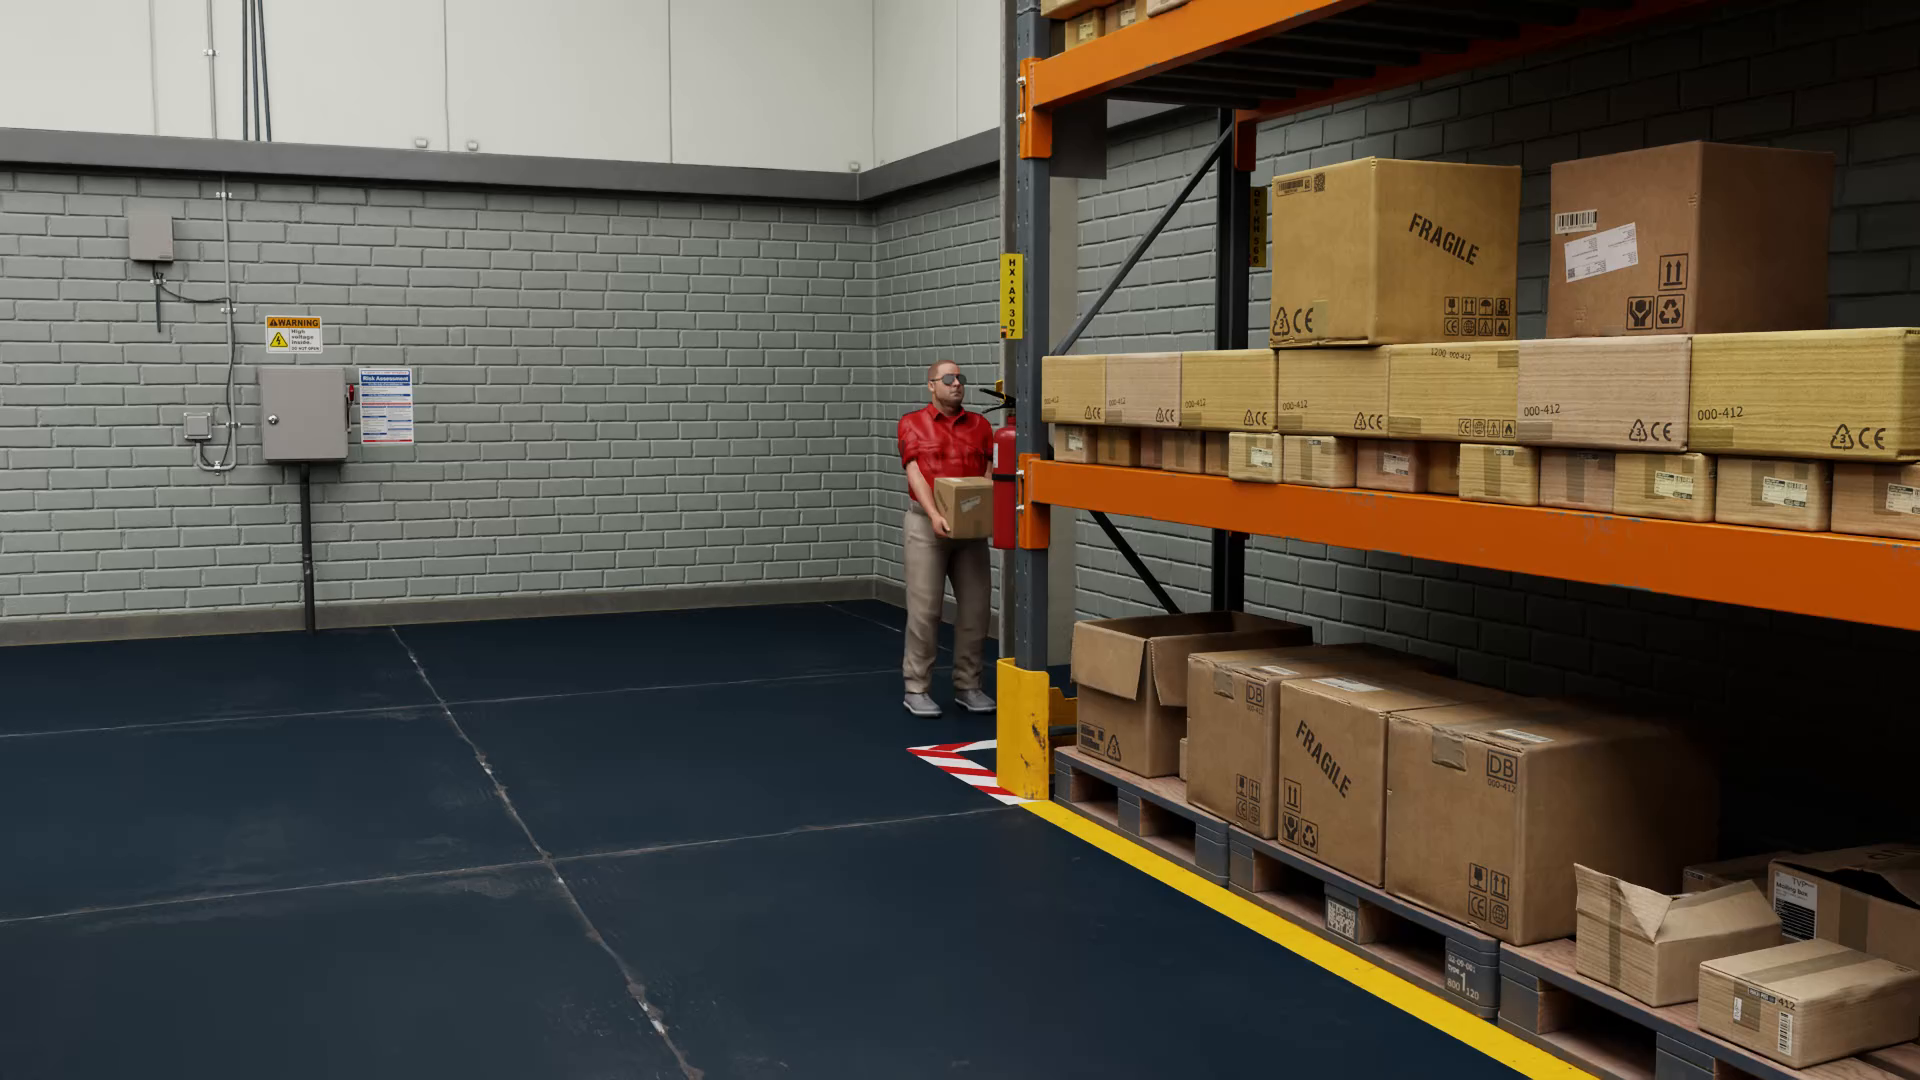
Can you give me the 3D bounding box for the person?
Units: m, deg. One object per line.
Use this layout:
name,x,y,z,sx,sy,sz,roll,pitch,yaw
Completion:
person,-0.018,-0.013,8.045,0.493,1.712,0.530,-2,6,-23
